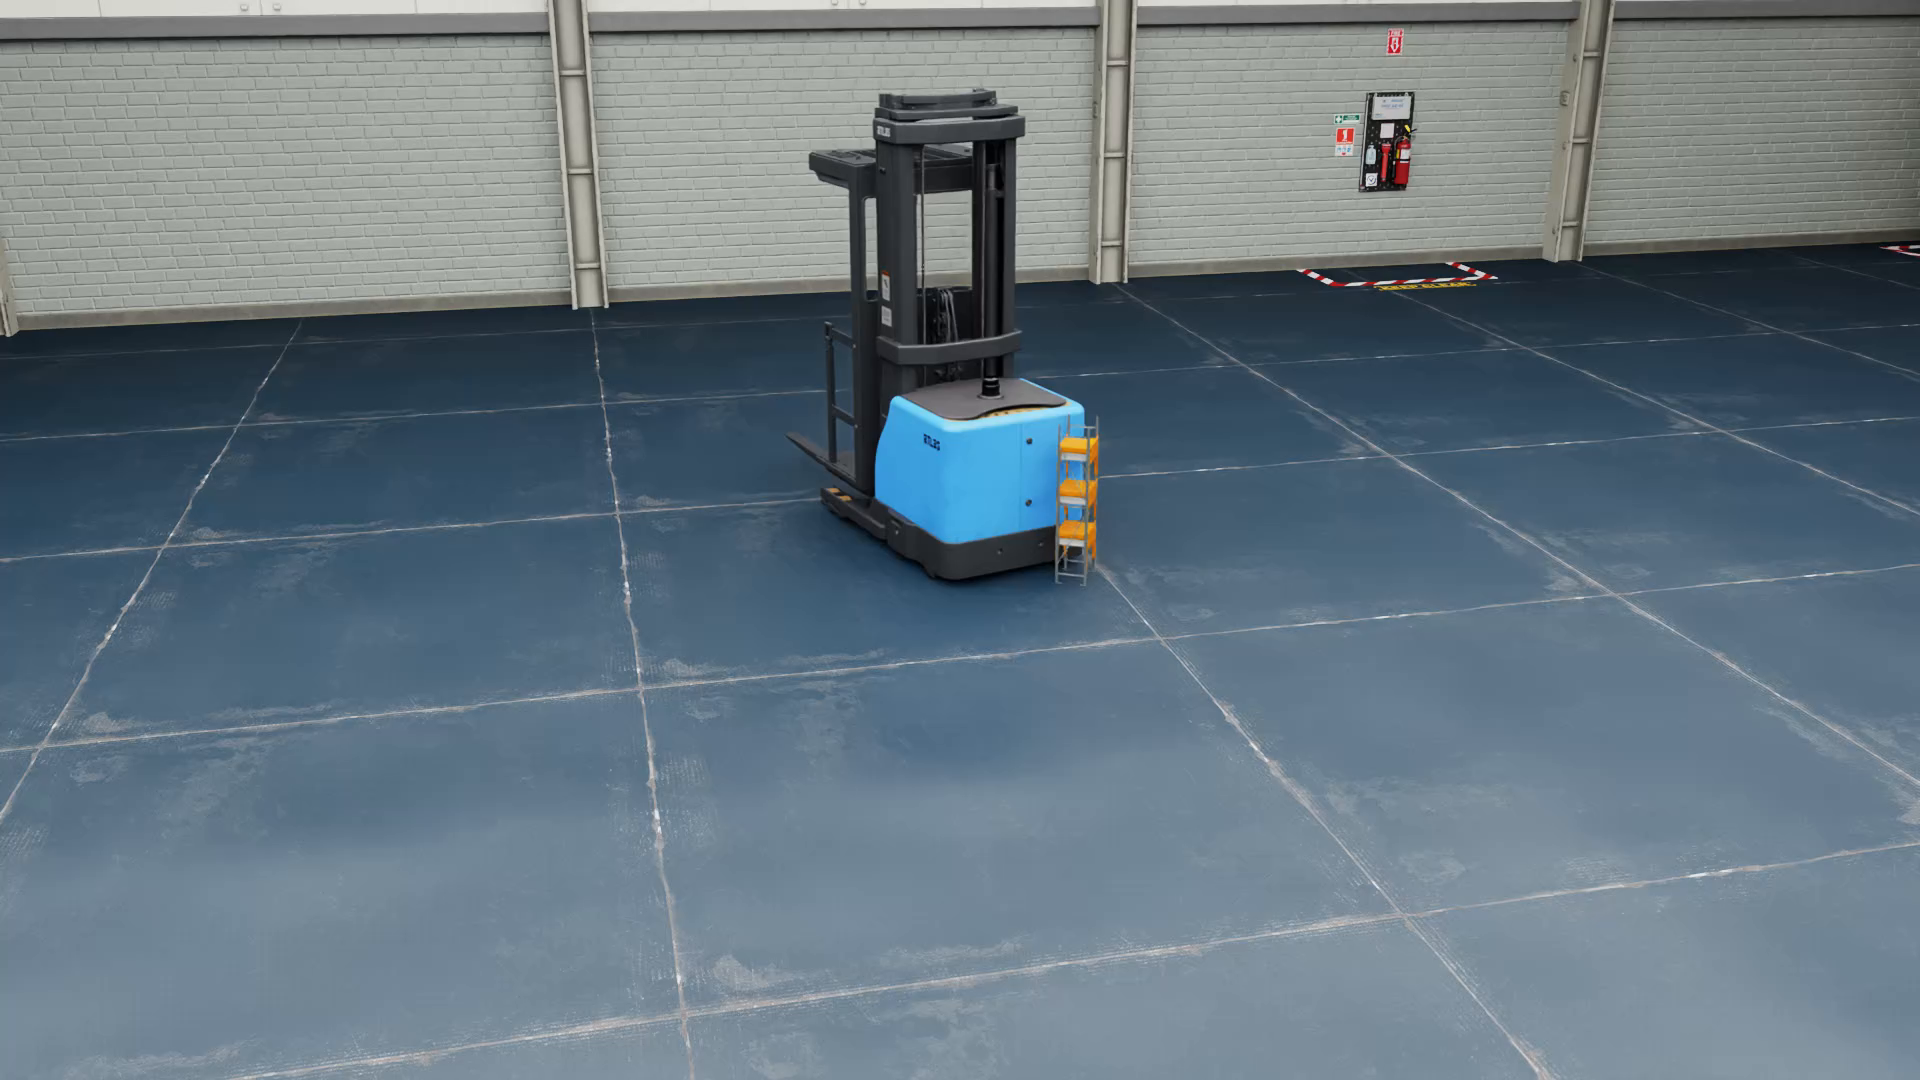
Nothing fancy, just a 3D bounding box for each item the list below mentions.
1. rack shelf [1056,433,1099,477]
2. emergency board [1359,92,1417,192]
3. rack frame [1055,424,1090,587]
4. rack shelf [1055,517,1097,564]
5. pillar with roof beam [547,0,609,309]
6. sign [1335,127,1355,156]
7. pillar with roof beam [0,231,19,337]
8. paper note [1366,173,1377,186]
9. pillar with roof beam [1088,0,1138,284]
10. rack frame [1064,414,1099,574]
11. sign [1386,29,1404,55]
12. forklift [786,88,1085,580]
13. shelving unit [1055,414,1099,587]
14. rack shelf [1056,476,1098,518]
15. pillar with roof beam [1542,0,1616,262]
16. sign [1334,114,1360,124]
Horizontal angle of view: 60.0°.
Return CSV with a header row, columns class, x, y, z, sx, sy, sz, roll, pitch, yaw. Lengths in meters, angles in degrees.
class,x,y,z,sx,sy,sz,roll,pitch,yaw
rack shelf,0.734,-0.502,10.364,0.215,0.259,0.240,6,21,16
emergency board,5.176,-4.769,19.974,0.643,1.169,0.194,-5,21,-12
rack frame,0.699,-0.206,10.349,0.200,1.050,0.008,6,21,16
rack shelf,0.735,0.025,10.558,0.215,0.259,0.240,6,21,16
pillar with roof beam,-3.098,-5.378,12.914,0.400,9.000,9.100,-5,21,-12
sign,4.614,-4.777,19.942,0.234,0.329,0.001,-5,21,-12
pillar with roof beam,-8.937,-4.903,11.618,0.400,9.000,9.100,-5,21,-12
paper note,4.988,-4.365,20.150,0.142,0.148,0.016,-5,21,-12
pillar with roof beam,2.741,-5.853,14.211,0.400,9.000,9.100,-5,21,-12
rack frame,0.770,-0.286,10.568,0.200,1.050,0.008,6,21,16
sign,5.145,-5.891,19.664,0.199,0.298,0.001,-5,21,-12
forklift,-0.338,-1.590,11.395,1.130,2.935,3.031,-11,23,-27
shelving unit,0.735,-0.246,10.458,0.215,1.050,0.252,6,21,16
rack shelf,0.735,-0.236,10.462,0.215,0.259,0.240,6,21,16
pillar with roof beam,8.580,-6.328,15.507,0.400,9.000,9.100,-5,21,-12
sign,4.621,-5.023,19.844,0.331,0.109,0.001,-5,21,-12
